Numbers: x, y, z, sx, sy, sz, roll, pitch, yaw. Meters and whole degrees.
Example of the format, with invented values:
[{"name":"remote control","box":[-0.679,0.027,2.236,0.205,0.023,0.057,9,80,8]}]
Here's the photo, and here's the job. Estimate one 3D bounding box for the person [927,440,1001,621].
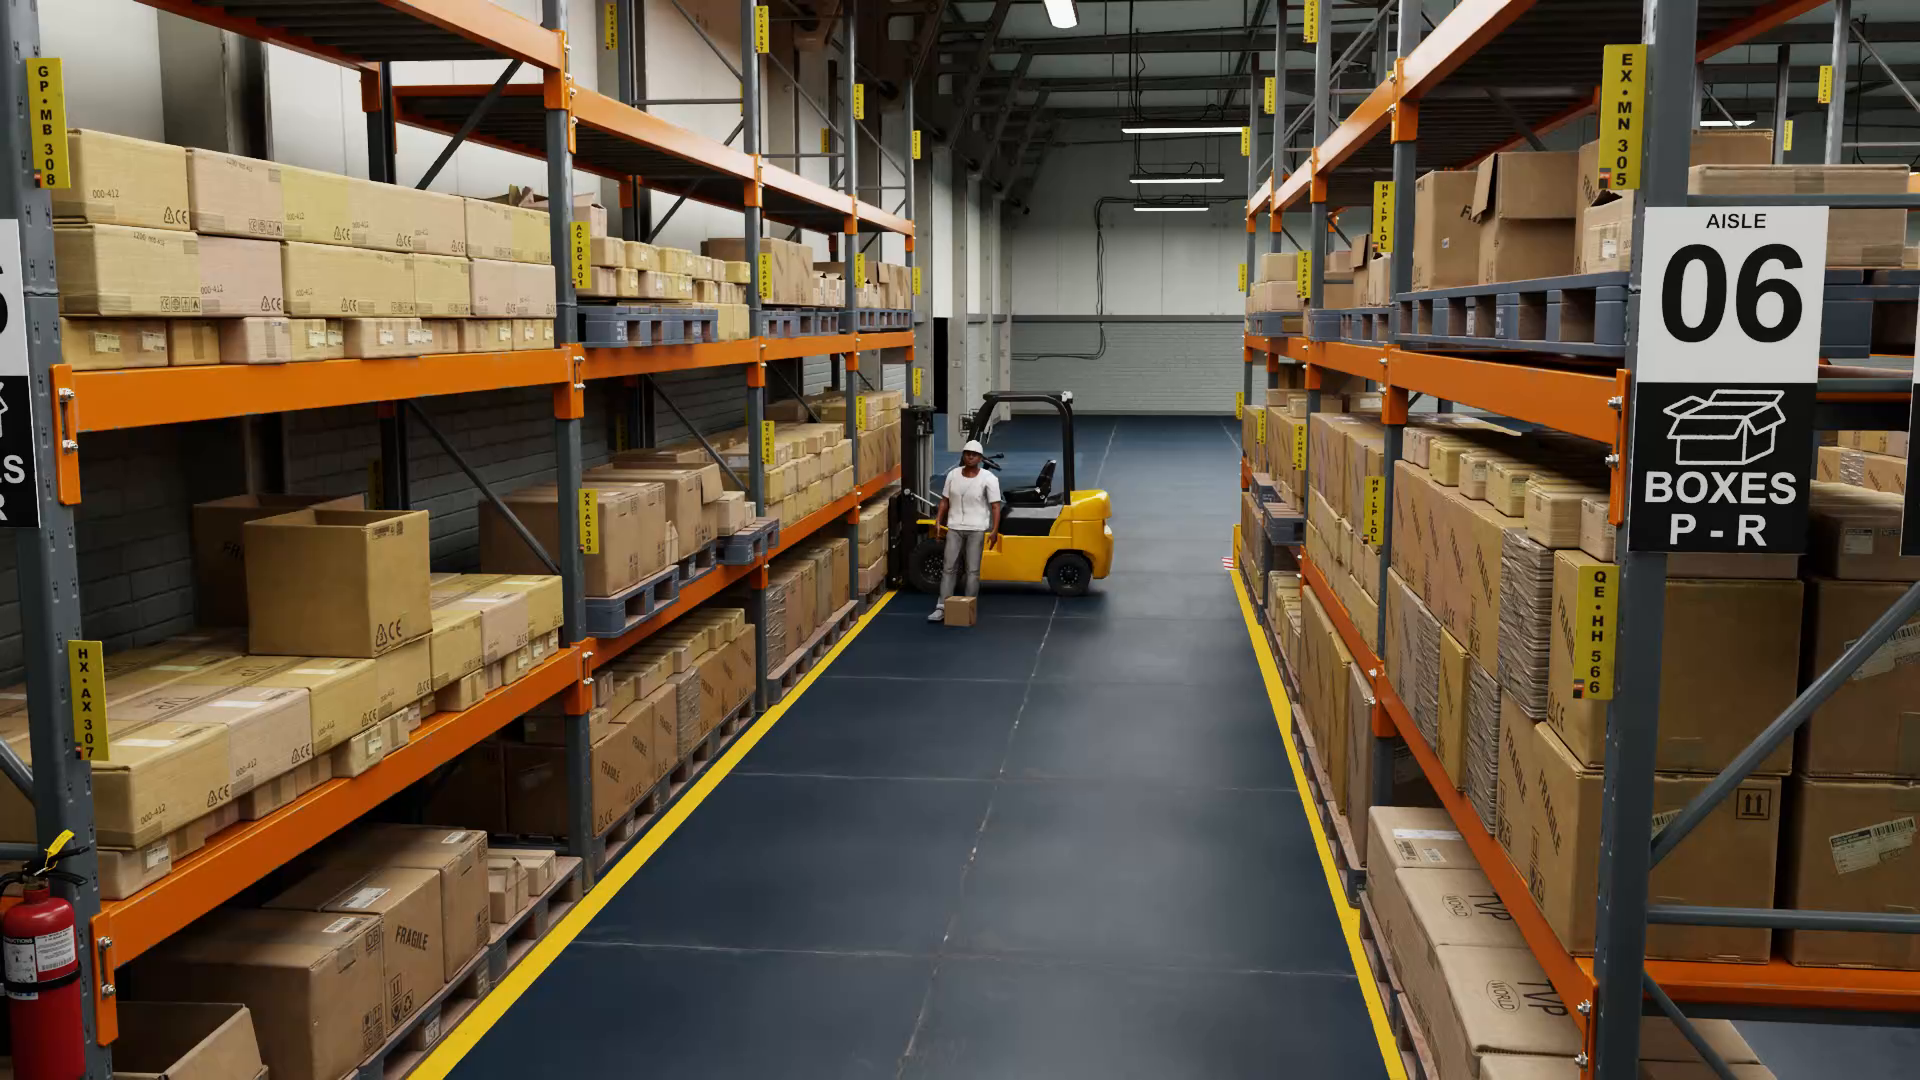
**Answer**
[{"name":"person","box":[0.046,-0.090,16.310,0.665,1.769,0.574,3,8,20]}]
